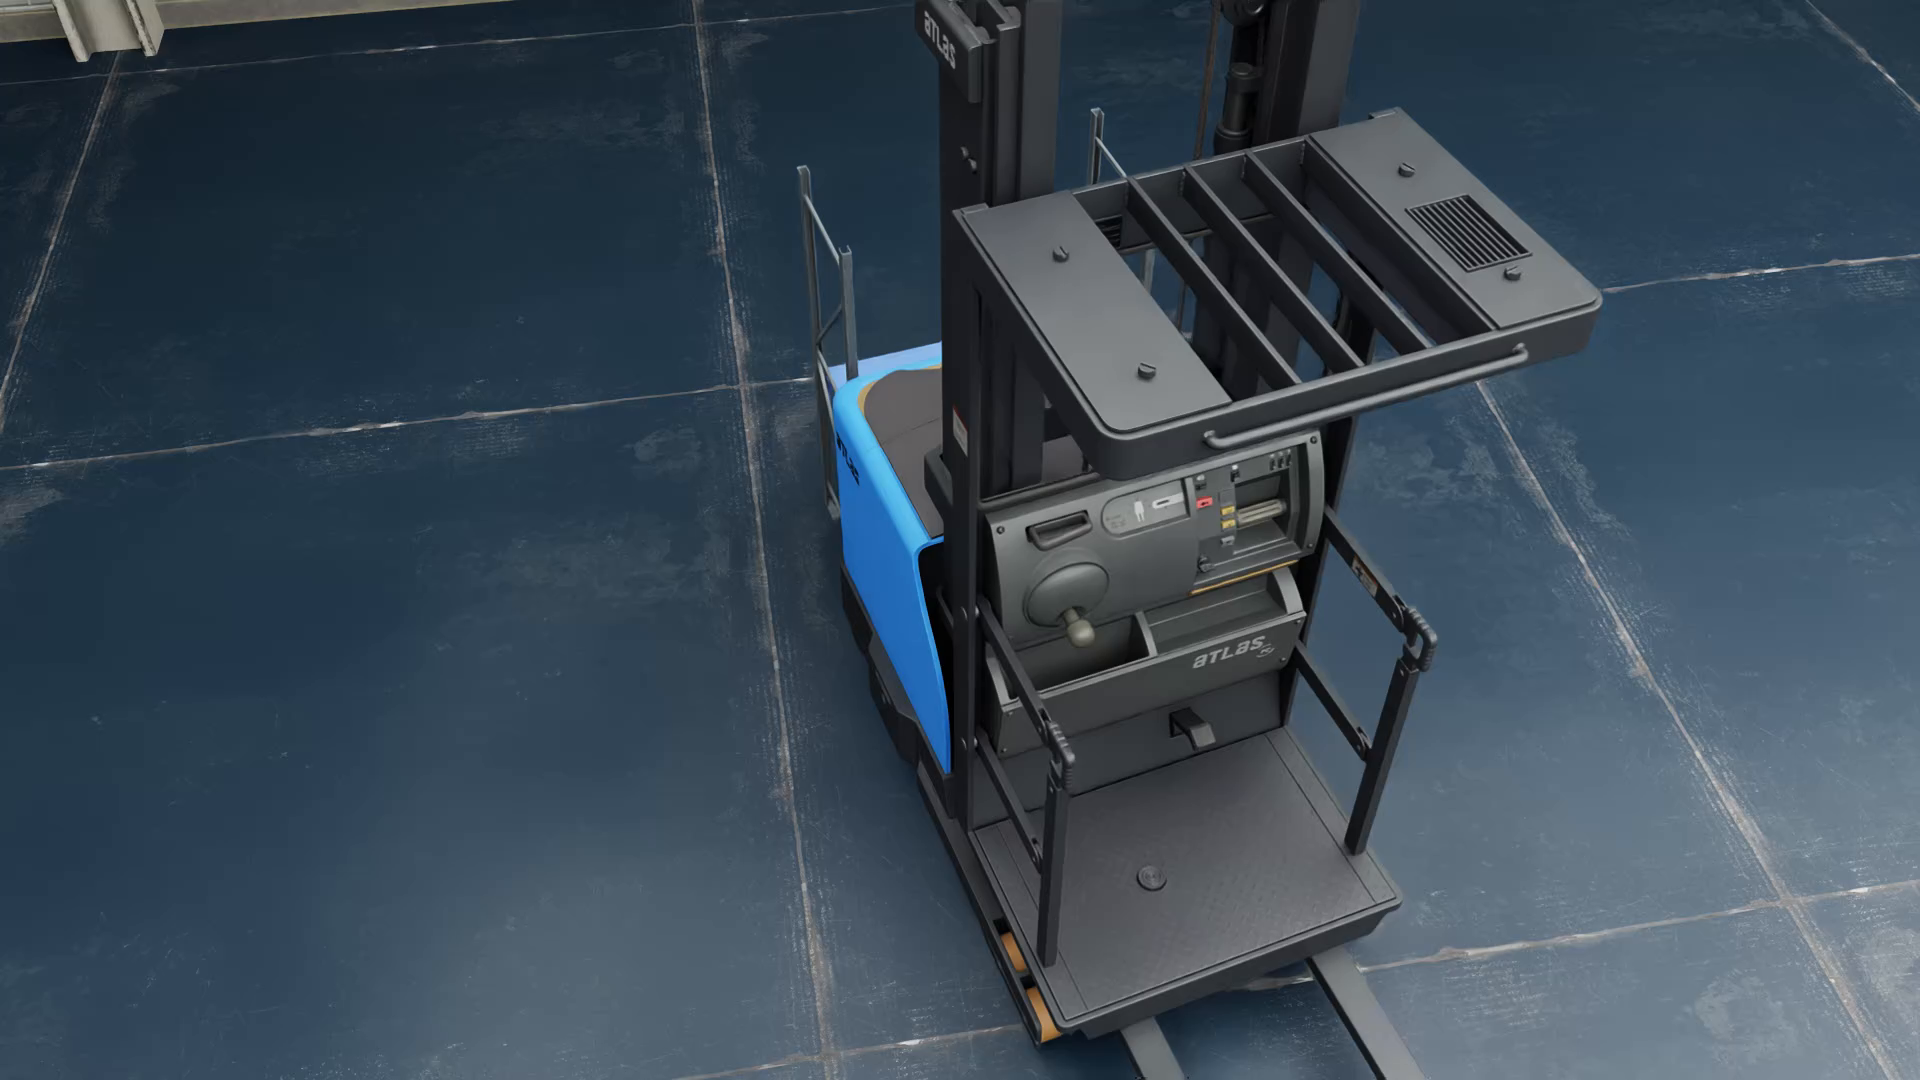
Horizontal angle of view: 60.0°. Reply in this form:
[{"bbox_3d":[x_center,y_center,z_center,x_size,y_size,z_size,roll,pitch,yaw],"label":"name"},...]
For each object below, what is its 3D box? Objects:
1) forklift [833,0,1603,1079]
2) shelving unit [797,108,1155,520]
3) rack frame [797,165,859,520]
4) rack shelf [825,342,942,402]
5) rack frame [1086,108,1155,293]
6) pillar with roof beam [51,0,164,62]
[{"bbox_3d":[0.599,0.088,4.130,1.130,2.935,3.031,-16,48,-15],"label":"forklift"},{"bbox_3d":[0.056,-0.630,5.815,1.048,1.500,0.538,-14,48,-13],"label":"shelving unit"},{"bbox_3d":[-0.423,-0.507,5.697,0.032,1.500,0.500,-14,48,-13],"label":"rack frame"},{"bbox_3d":[0.056,-0.505,5.945,1.000,0.185,0.538,-14,48,-13],"label":"rack shelf"},{"bbox_3d":[0.535,-0.753,5.934,0.032,1.500,0.500,-14,48,-13],"label":"rack frame"},{"bbox_3d":[-3.690,-2.686,2.589,0.400,9.000,9.100,-7,46,-7],"label":"pillar with roof beam"}]
